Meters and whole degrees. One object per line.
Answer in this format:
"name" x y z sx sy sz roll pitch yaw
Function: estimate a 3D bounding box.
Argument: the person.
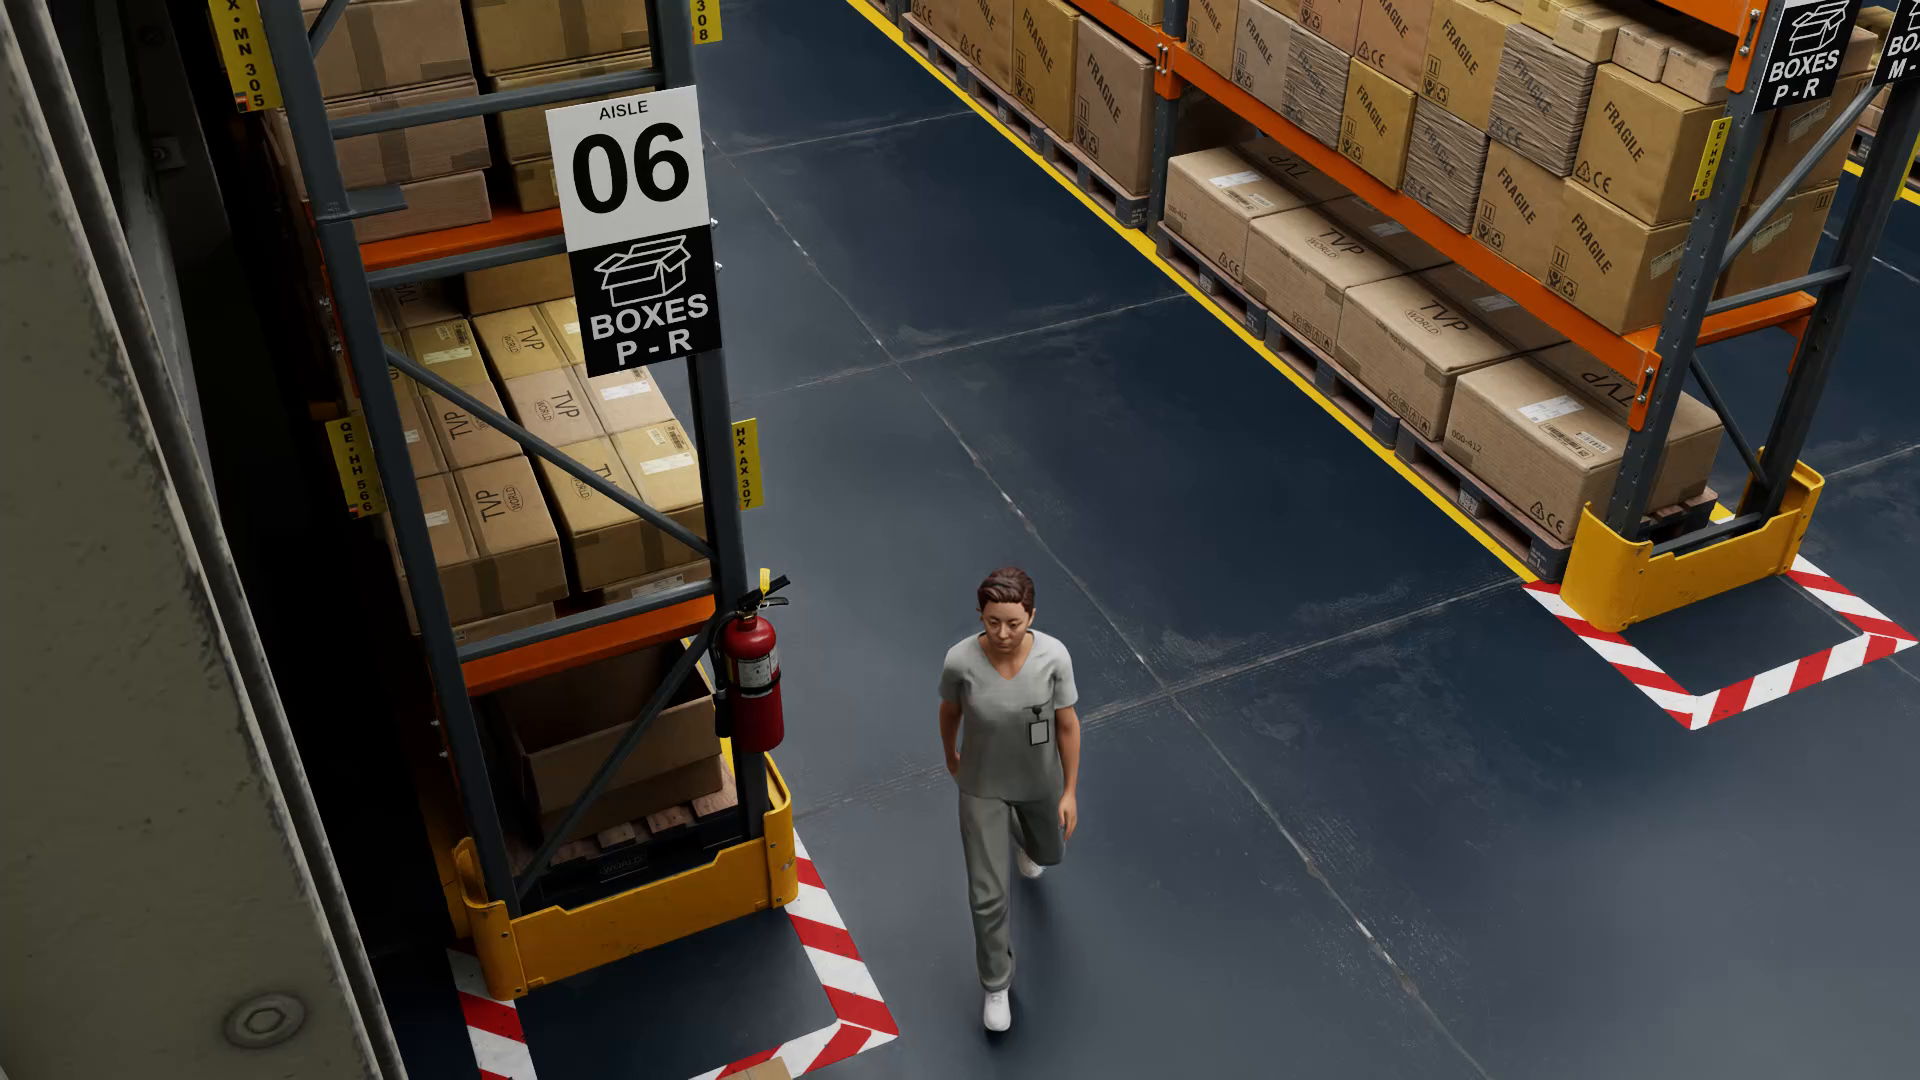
"person" 0.167 0.797 5.610 0.454 1.620 0.922 -4 38 -5
